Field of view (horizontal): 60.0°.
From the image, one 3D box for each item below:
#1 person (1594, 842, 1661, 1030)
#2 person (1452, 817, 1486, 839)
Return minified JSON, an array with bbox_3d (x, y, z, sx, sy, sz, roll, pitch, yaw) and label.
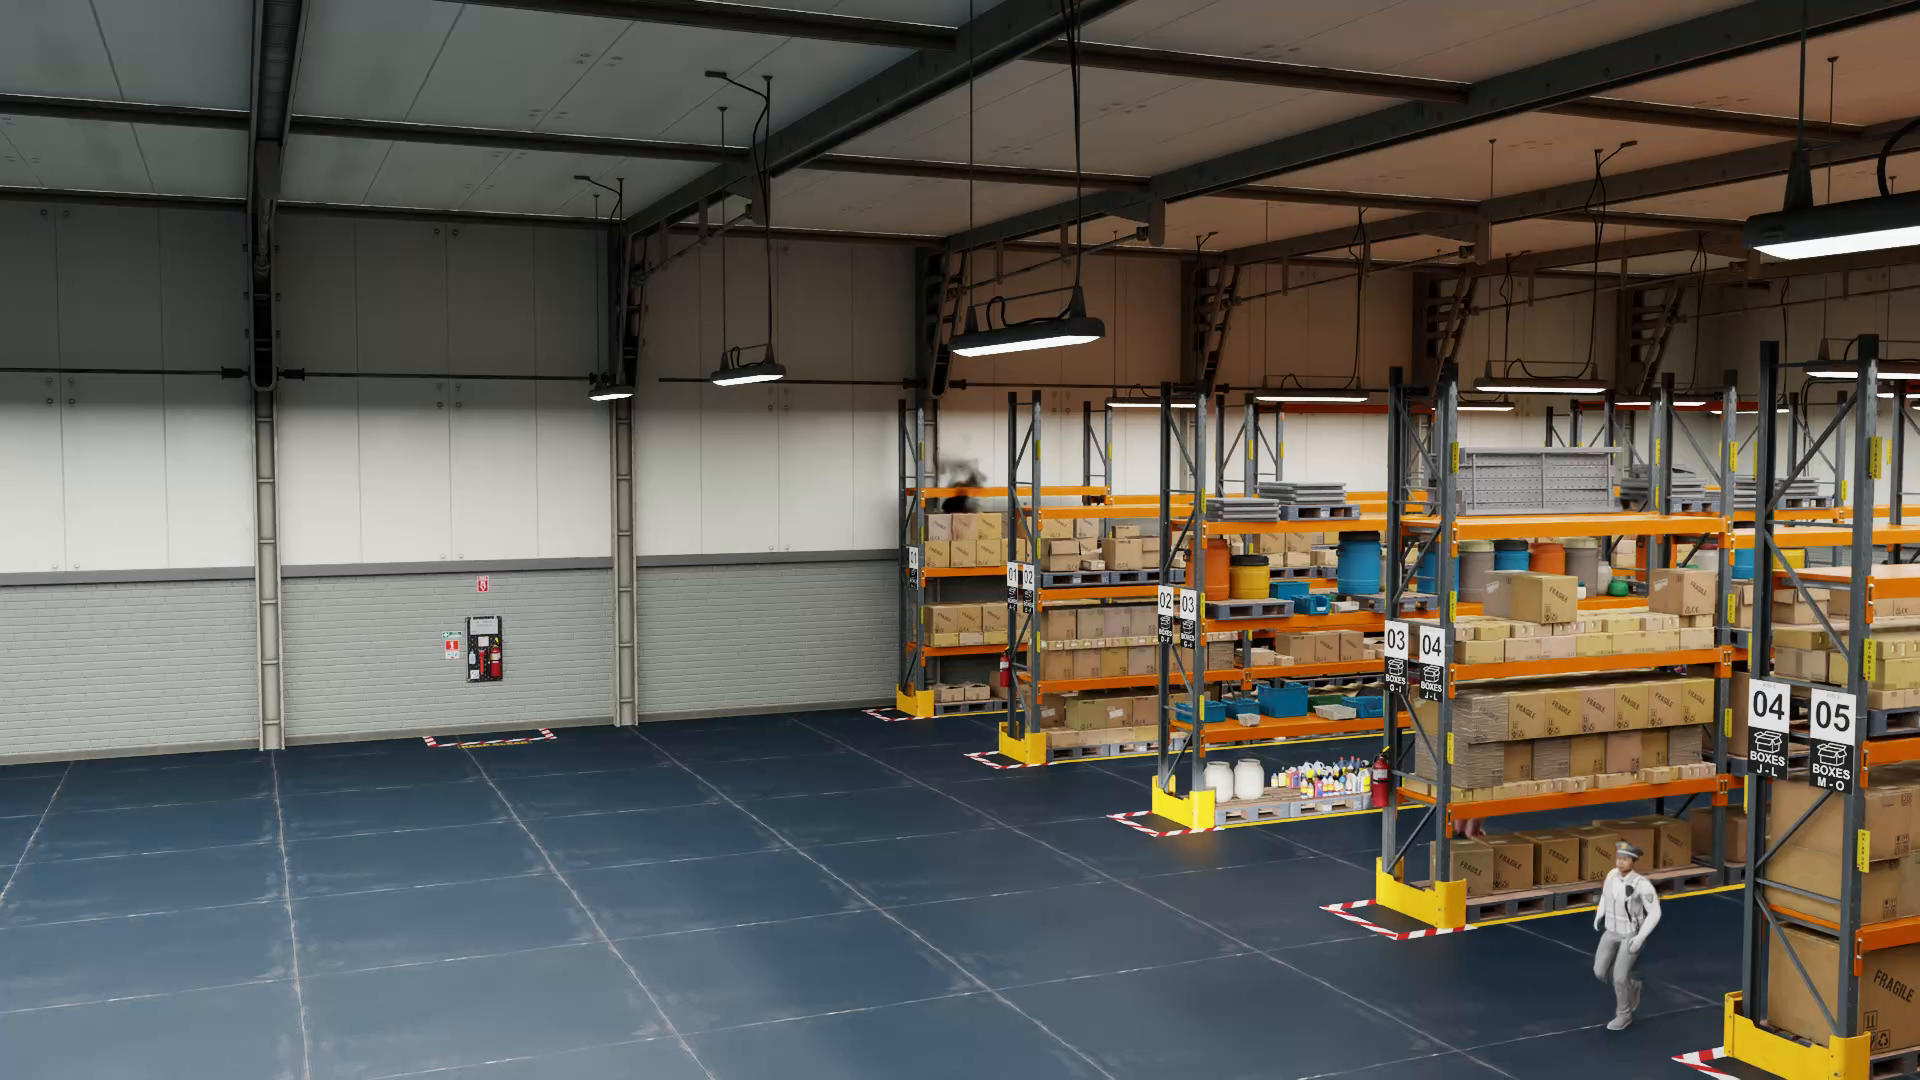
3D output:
[{"bbox_3d":[5.877,3.488,14.716,0.502,1.661,0.652,-2,4,-27],"label":"person"},{"bbox_3d":[6.254,3.172,20.198,0.549,1.624,0.568,-2,4,-32],"label":"person"}]
